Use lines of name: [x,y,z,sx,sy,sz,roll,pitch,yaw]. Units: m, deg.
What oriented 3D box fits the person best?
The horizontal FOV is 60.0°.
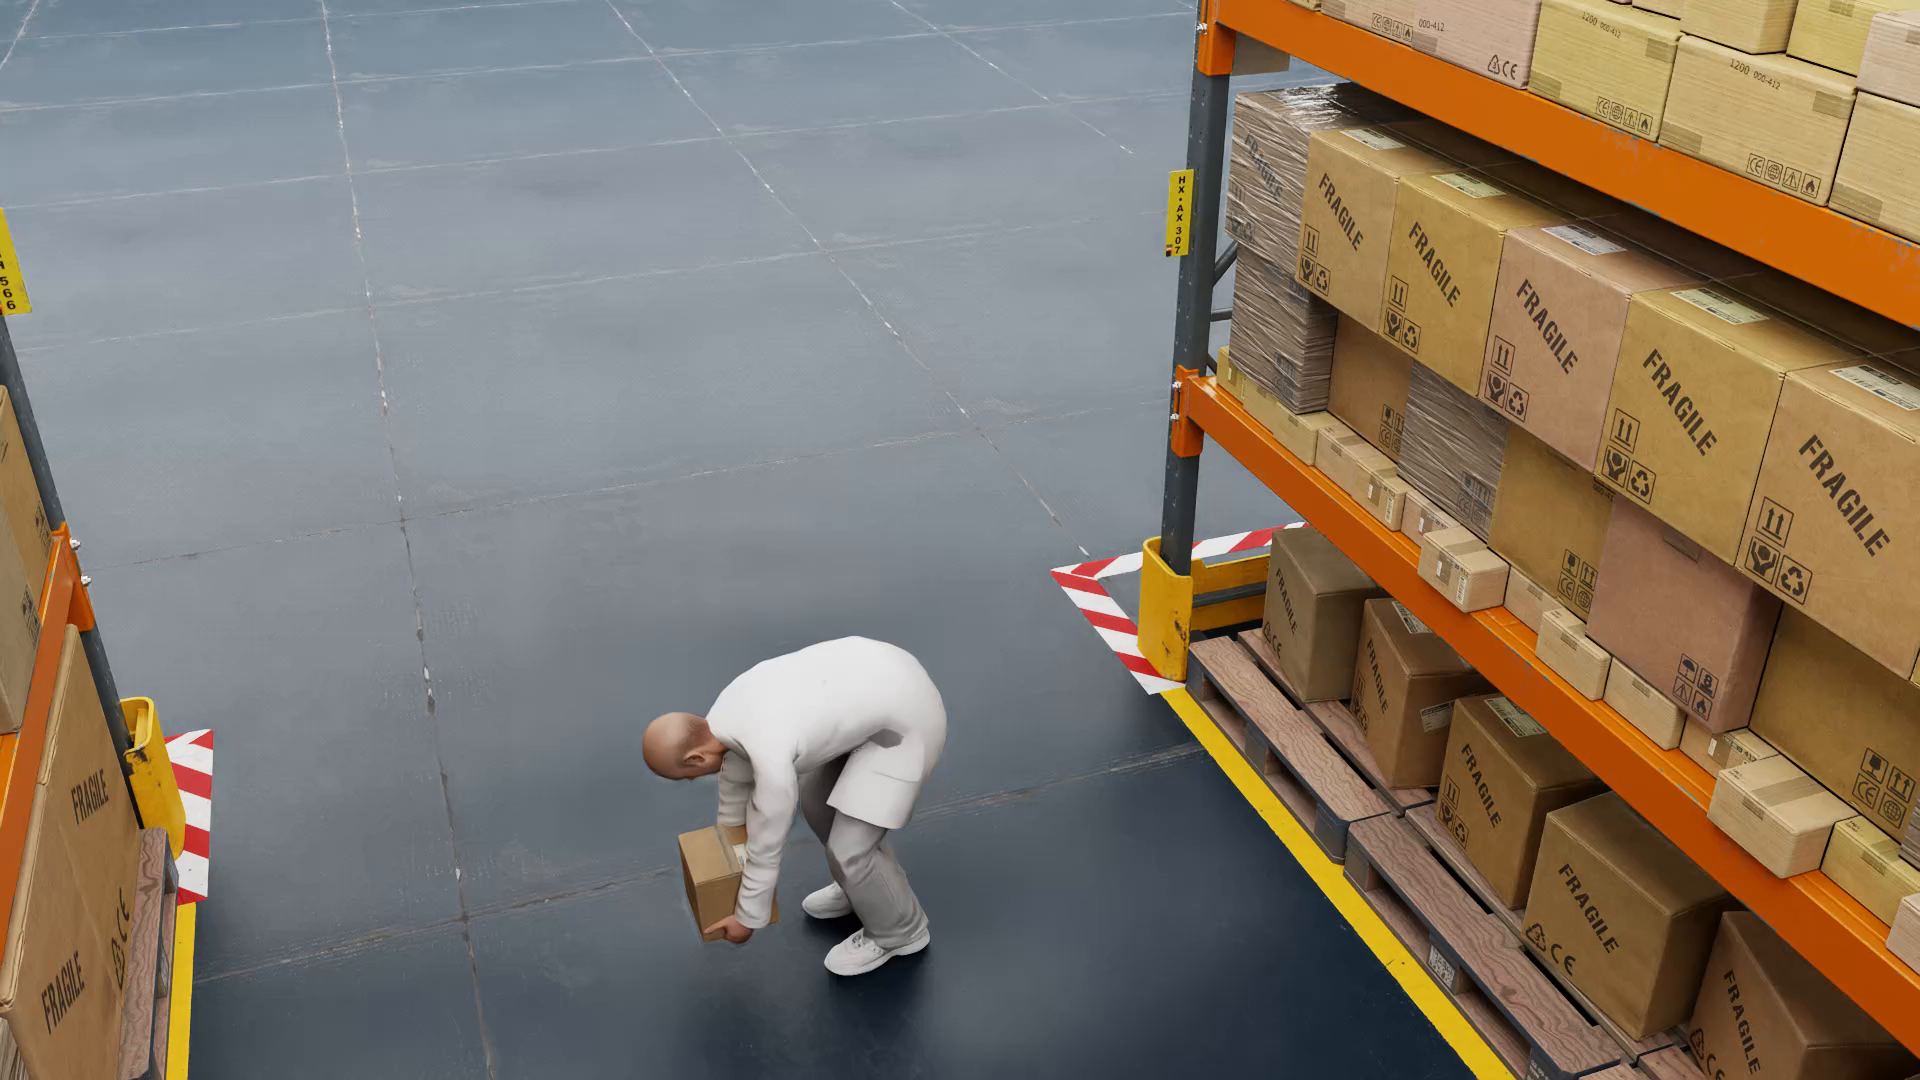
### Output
person: [-0.504,0.870,5.279,0.951,1.113,0.574,-11,31,-19]
